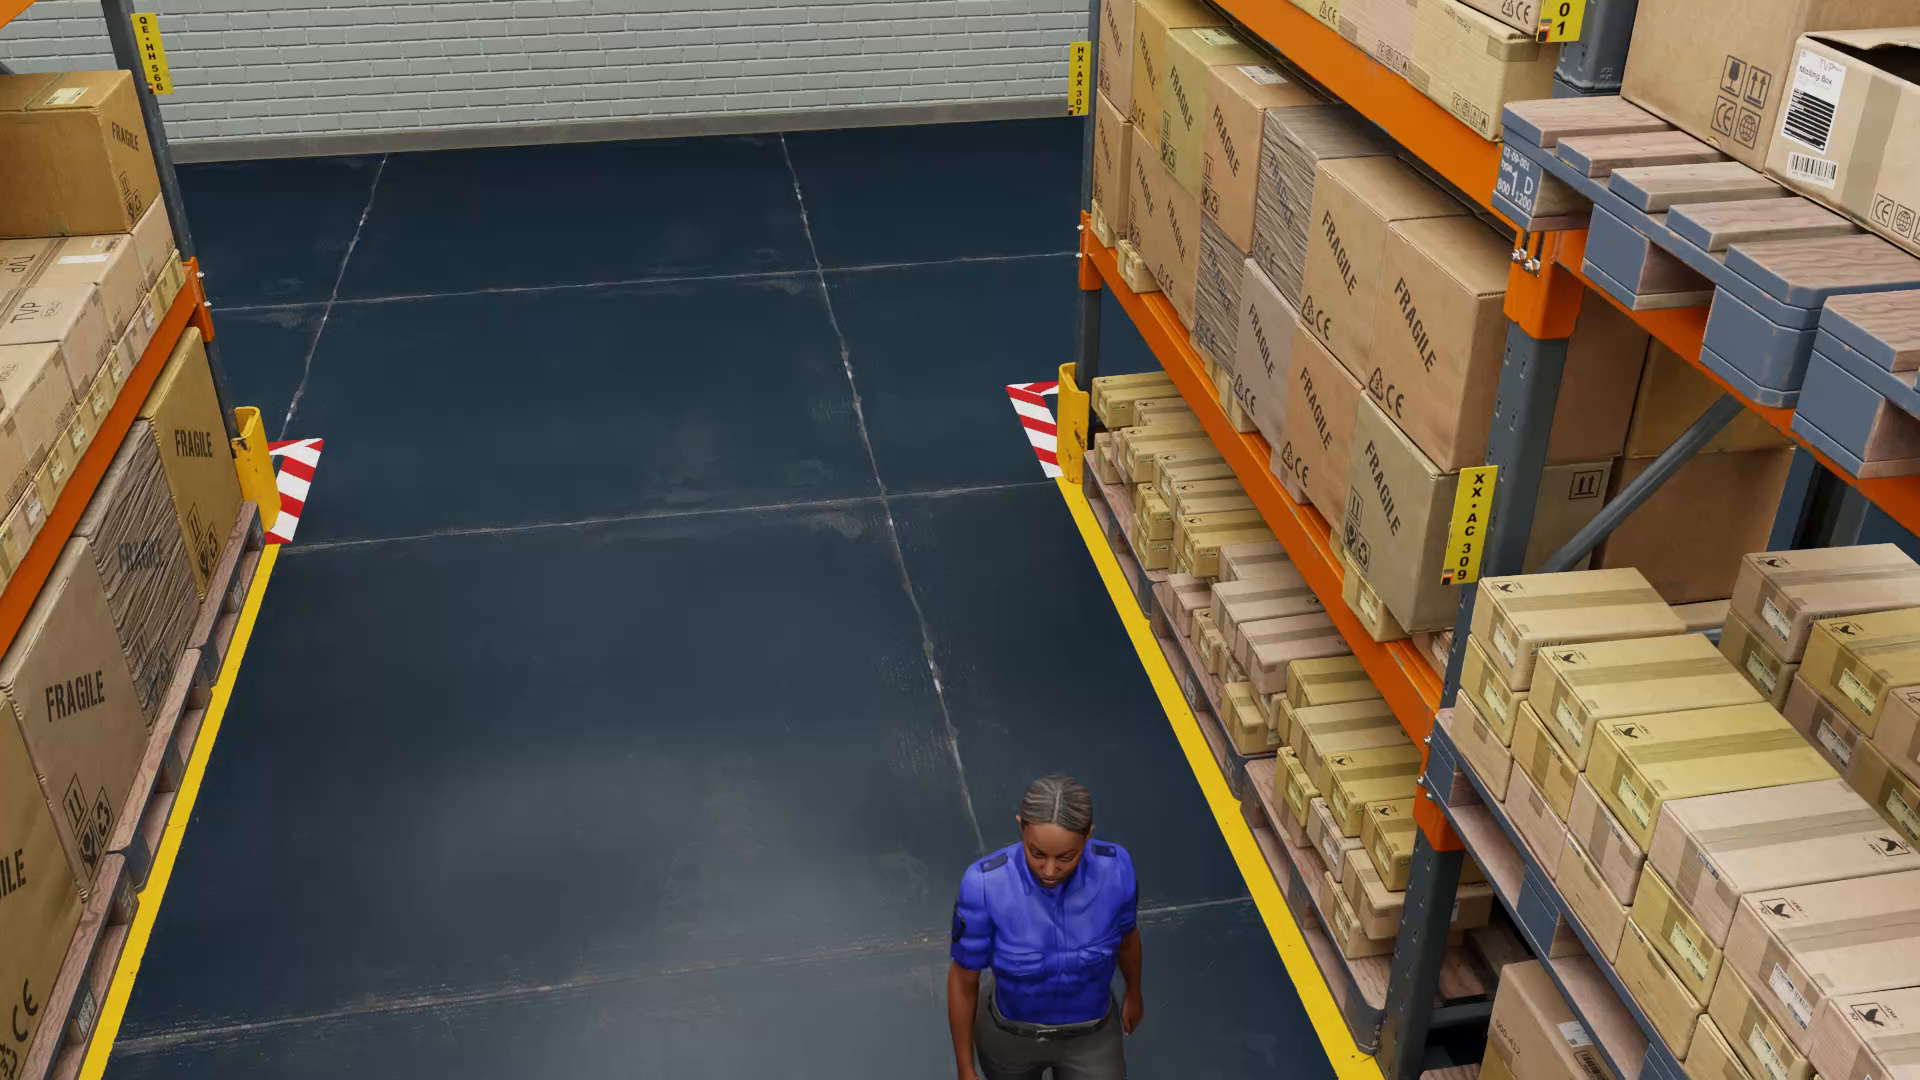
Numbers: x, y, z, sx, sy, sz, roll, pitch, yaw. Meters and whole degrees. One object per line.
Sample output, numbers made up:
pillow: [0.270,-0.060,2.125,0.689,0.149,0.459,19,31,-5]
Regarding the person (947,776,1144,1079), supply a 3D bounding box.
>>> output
person: [0.226,1.243,4.039,0.510,1.603,0.952,-1,31,-2]
